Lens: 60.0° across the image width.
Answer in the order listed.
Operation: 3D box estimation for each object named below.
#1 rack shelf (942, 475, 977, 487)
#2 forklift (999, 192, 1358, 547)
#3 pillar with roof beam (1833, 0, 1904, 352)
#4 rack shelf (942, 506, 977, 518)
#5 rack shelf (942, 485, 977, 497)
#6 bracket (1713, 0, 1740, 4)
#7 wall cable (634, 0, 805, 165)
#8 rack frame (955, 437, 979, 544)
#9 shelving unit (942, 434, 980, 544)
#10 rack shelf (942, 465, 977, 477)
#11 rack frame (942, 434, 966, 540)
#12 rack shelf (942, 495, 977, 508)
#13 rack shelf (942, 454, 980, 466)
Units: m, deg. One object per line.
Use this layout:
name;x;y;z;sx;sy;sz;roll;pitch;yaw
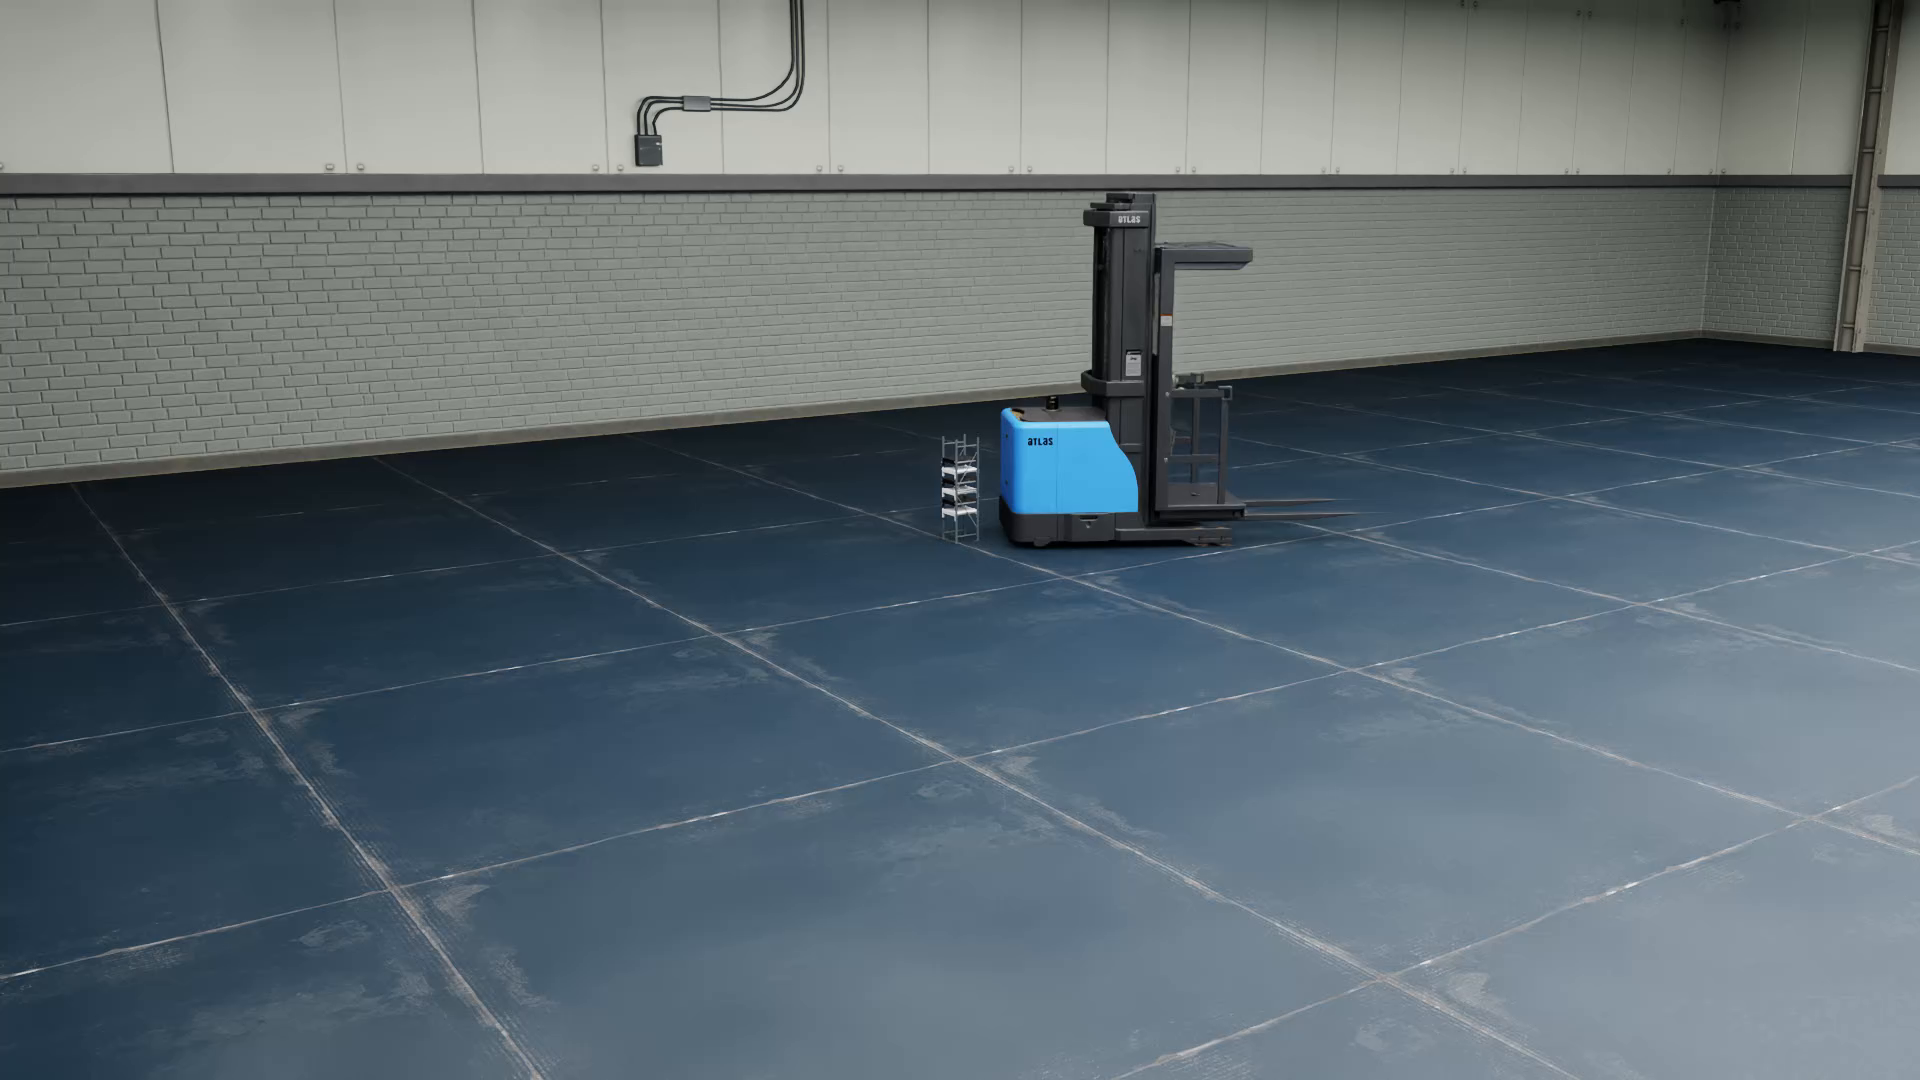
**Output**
rack shelf;0.004;-0.494;14.247;0.258;0.077;0.200;-8;15;-33
forklift;1.898;-1.484;14.289;3.031;2.935;1.130;-1;12;-5
pillar with roof beam;12.387;-7.284;26.607;9.100;9.000;0.548;-8;15;-33
rack shelf;0.004;-0.230;14.305;0.258;0.077;0.200;-8;15;-33
rack shelf;0.004;-0.406;14.266;0.258;0.077;0.200;-8;15;-33
bracket;14.132;-10.005;30.625;0.235;0.232;0.430;-8;15;-33
wall cable;-2.872;-7.528;19.761;2.305;6.003;0.169;-8;15;-33
rack frame;0.061;-0.420;14.176;0.240;0.900;0.006;-8;15;-33
shelving unit;0.004;-0.438;14.259;0.258;0.900;0.210;-8;15;-33
rack shelf;0.004;-0.581;14.228;0.258;0.077;0.200;-8;15;-33
rack frame;-0.052;-0.456;14.342;0.240;0.900;0.006;-8;15;-33
rack shelf;0.004;-0.318;14.285;0.258;0.077;0.200;-8;15;-33
rack shelf;0.004;-0.669;14.208;0.258;0.077;0.200;-8;15;-33
